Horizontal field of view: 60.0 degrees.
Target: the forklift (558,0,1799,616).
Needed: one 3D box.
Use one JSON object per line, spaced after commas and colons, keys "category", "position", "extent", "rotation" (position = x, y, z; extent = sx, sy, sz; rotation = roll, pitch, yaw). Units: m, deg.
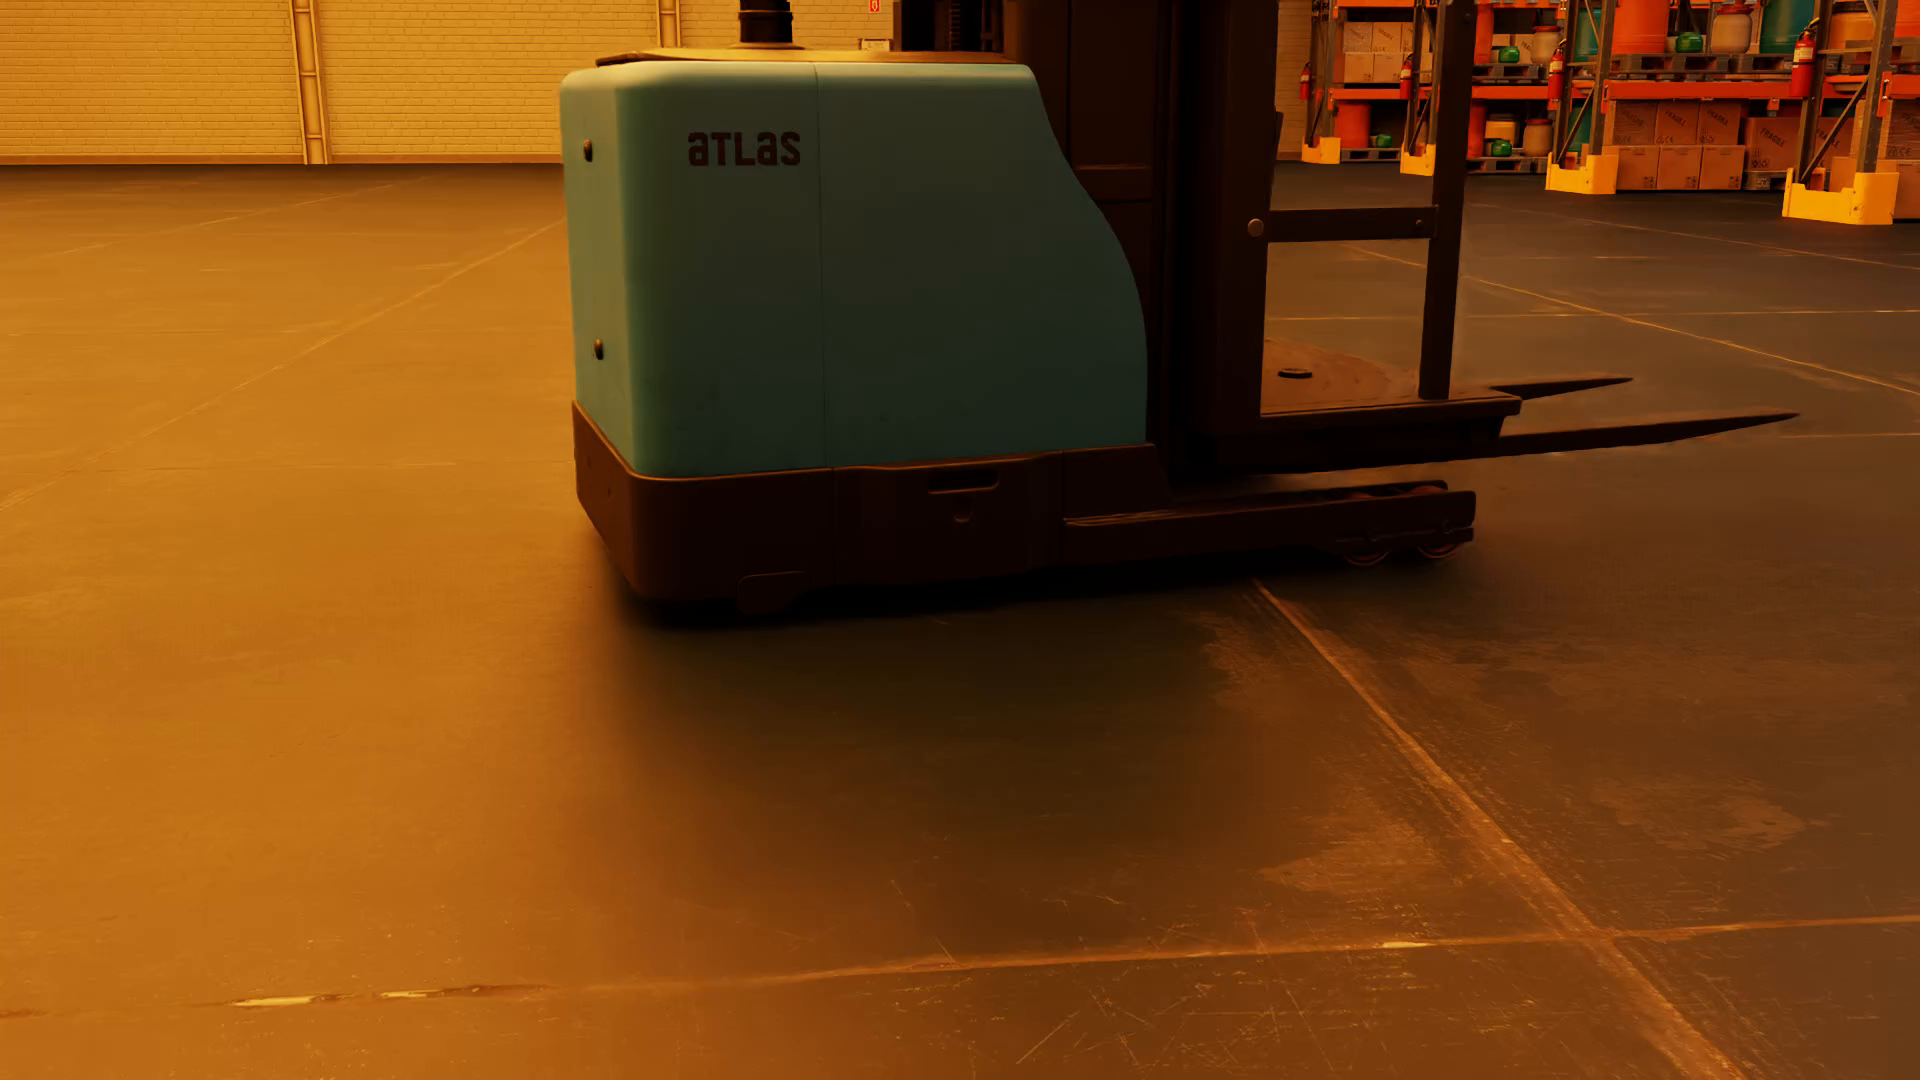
{"category": "forklift", "position": [0.640, -1.479, 3.795], "extent": [3.031, 2.935, 1.130], "rotation": [-5, 16, -19]}
